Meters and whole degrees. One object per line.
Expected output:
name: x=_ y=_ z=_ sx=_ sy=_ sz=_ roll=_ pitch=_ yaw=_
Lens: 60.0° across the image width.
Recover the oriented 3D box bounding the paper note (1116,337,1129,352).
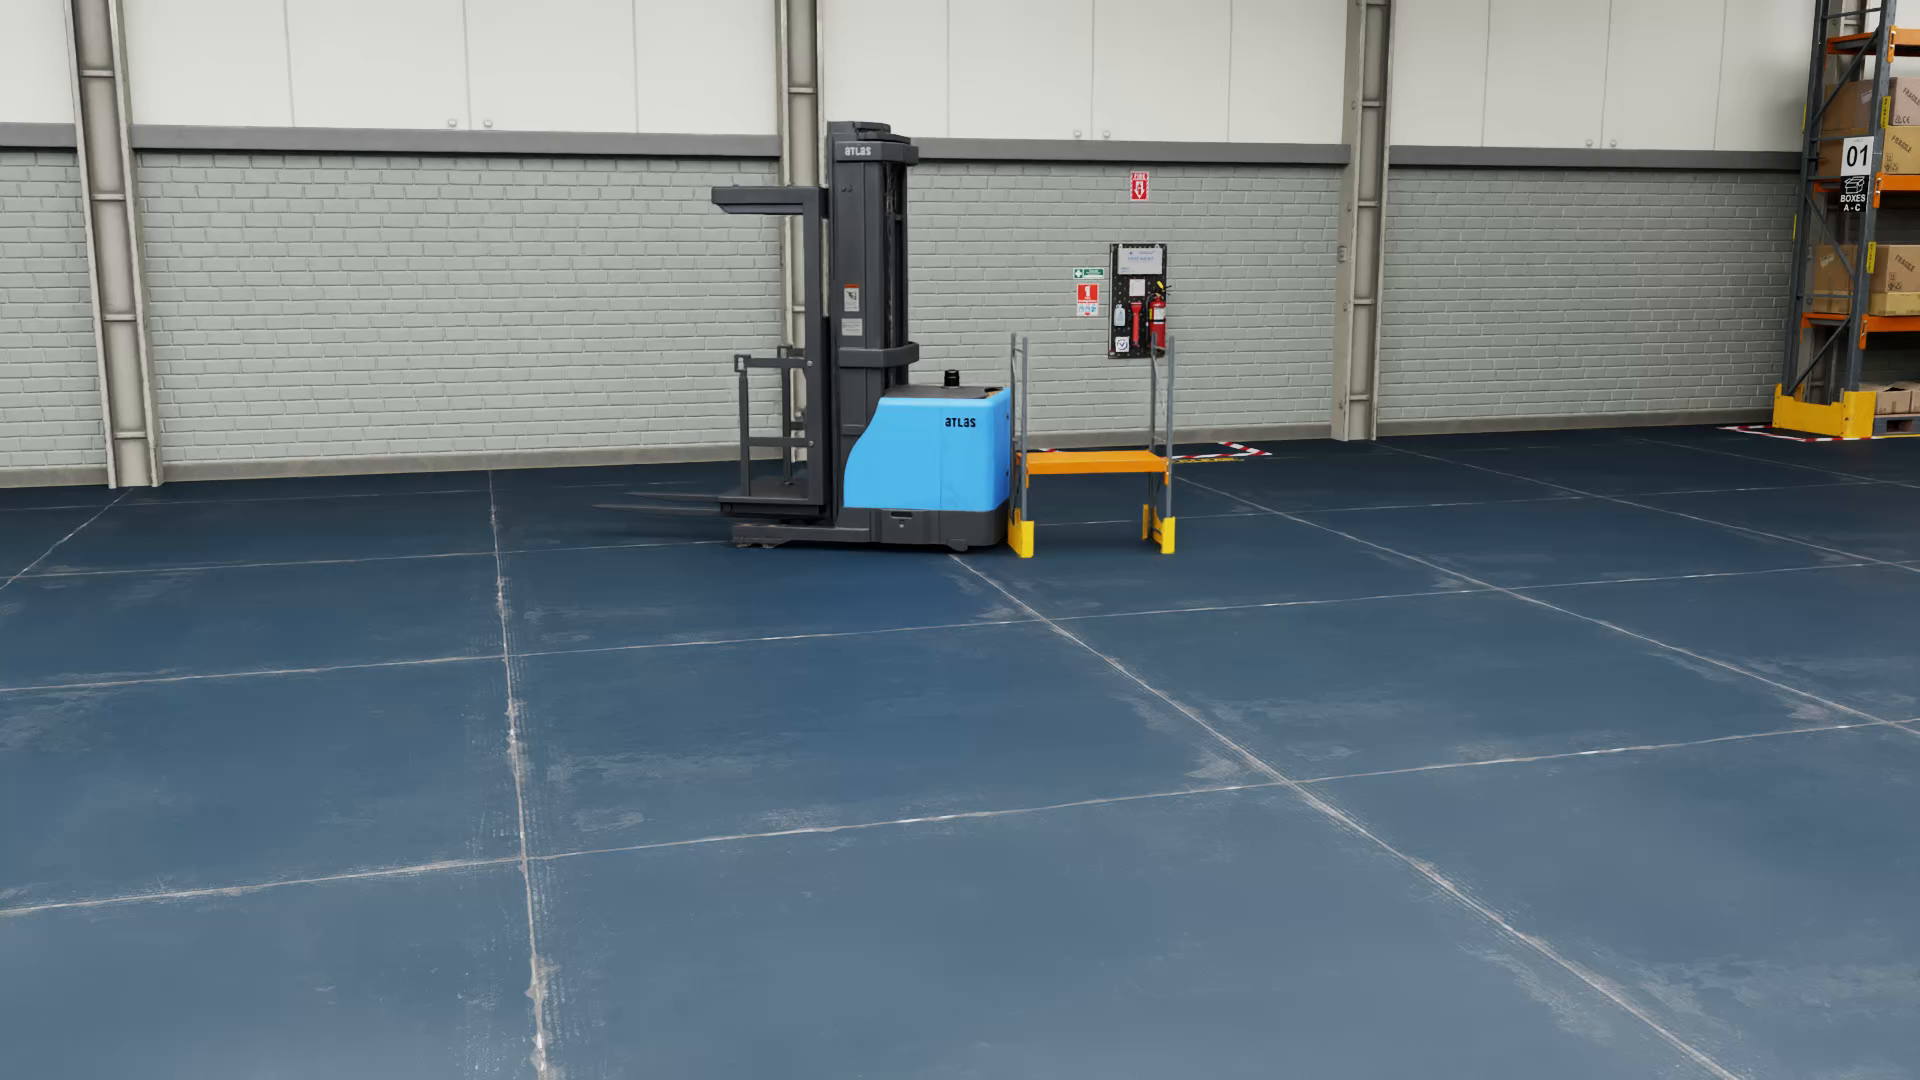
paper note: x=1.677 y=-2.021 z=17.172 sx=0.142 sy=0.148 sz=0.016 roll=-3 pitch=11 yaw=-16

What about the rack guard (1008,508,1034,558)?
rack guard: x=0.423 y=-0.054 z=11.652 sx=0.087 sy=0.250 sz=0.587 roll=-2 pitch=11 yaw=-8

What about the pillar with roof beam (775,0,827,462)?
pillar with roof beam: x=-0.308 y=-4.468 z=11.462 sx=0.400 sy=9.000 sz=9.100 roll=-3 pitch=11 yaw=-16

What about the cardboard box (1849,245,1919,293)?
cardboard box: x=10.123 y=-2.964 z=18.151 sx=0.500 sy=0.500 sz=0.500 roll=-3 pitch=11 yaw=-16

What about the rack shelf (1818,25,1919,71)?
rack shelf: x=11.501 y=-5.384 z=18.431 sx=4.000 sy=0.370 sz=1.077 roll=-3 pitch=11 yaw=-16

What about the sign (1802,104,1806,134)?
sign: x=9.444 y=-4.696 z=18.537 sx=0.005 sy=0.325 sz=0.100 roll=-3 pitch=11 yaw=-16

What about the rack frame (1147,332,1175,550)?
rack frame: x=1.410 y=-0.695 z=11.682 sx=0.032 sy=1.500 sz=0.500 roll=-2 pitch=11 yaw=-8

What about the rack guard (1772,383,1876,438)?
rack guard: x=9.653 y=-1.462 z=18.607 sx=0.348 sy=0.500 sz=1.175 roll=-3 pitch=11 yaw=-16

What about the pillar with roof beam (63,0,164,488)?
pillar with roof beam: x=-6.069 y=-4.164 z=9.812 sx=0.400 sy=9.000 sz=9.100 roll=-3 pitch=11 yaw=-16

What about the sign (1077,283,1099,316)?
sign: x=1.307 y=-2.459 z=17.018 sx=0.234 sy=0.329 sz=0.001 roll=-3 pitch=11 yaw=-16

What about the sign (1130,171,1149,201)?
sign: x=1.831 y=-3.608 z=16.958 sx=0.199 sy=0.298 sz=0.001 roll=-3 pitch=11 yaw=-16

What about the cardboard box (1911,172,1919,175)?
cardboard box: x=10.497 y=-4.216 z=18.047 sx=0.500 sy=0.500 sz=0.500 roll=-2 pitch=11 yaw=-12

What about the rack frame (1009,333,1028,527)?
rack frame: x=0.404 y=-0.669 z=11.536 sx=0.032 sy=1.500 sz=0.500 roll=-2 pitch=11 yaw=-8

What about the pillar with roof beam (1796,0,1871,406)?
pillar with roof beam: x=11.214 y=-5.075 z=14.760 sx=0.400 sy=9.000 sz=9.100 roll=-3 pitch=11 yaw=-16

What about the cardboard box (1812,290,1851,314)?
cardboard box: x=9.975 y=-2.681 z=18.683 sx=0.500 sy=0.250 sz=0.500 roll=-3 pitch=11 yaw=-15

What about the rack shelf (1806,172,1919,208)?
rack shelf: x=11.501 y=-3.910 z=18.703 sx=4.000 sy=0.370 sz=1.077 roll=-3 pitch=11 yaw=-16

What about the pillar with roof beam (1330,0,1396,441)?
pillar with roof beam: x=5.453 y=-4.772 z=13.111 sx=0.400 sy=9.000 sz=9.100 roll=-3 pitch=11 yaw=-16

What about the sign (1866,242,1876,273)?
sign: x=9.732 y=-3.019 z=17.769 sx=0.005 sy=0.325 sz=0.100 roll=-3 pitch=11 yaw=-16

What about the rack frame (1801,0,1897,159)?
rack frame: x=9.580 y=-5.638 z=17.816 sx=0.127 sy=3.000 sz=1.000 roll=-3 pitch=11 yaw=-16

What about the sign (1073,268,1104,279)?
sign: x=1.314 y=-2.718 z=16.963 sx=0.331 sy=0.109 sz=0.001 roll=-3 pitch=11 yaw=-16

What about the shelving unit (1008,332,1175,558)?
shelving unit: x=0.916 y=-0.682 z=11.610 sx=1.083 sy=1.500 sz=0.587 roll=-2 pitch=11 yaw=-8

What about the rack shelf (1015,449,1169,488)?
rack shelf: x=0.907 y=-0.505 z=11.641 sx=1.000 sy=0.185 sz=0.538 roll=-2 pitch=11 yaw=-8

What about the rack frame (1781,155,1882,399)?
rack frame: x=9.580 y=-2.687 z=18.359 sx=0.127 sy=3.000 sz=1.000 roll=-3 pitch=11 yaw=-16

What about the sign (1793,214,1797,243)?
sign: x=9.444 y=-3.510 z=18.756 sx=0.005 sy=0.325 sz=0.100 roll=-3 pitch=11 yaw=-16

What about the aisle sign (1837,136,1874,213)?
aisle sign: x=9.595 y=-3.910 z=17.821 sx=0.004 sy=0.787 sz=0.394 roll=-3 pitch=11 yaw=-16

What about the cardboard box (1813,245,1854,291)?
cardboard box: x=9.974 y=-3.053 z=18.634 sx=0.500 sy=0.500 sz=0.500 roll=-3 pitch=11 yaw=-17

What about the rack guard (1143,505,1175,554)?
rack guard: x=1.409 y=-0.081 z=11.795 sx=0.087 sy=0.250 sz=0.587 roll=-2 pitch=11 yaw=-8

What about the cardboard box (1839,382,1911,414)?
cardboard box: x=10.270 y=-1.601 z=18.668 sx=0.500 sy=0.311 sz=0.500 roll=-4 pitch=11 yaw=-22

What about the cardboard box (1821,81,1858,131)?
cardboard box: x=9.921 y=-4.781 z=18.352 sx=0.500 sy=0.500 sz=0.500 roll=-3 pitch=11 yaw=-13

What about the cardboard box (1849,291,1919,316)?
cardboard box: x=10.138 y=-2.593 z=18.205 sx=0.500 sy=0.250 sz=0.500 roll=-3 pitch=11 yaw=-18

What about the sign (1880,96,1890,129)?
sign: x=9.732 y=-4.498 z=17.496 sx=0.005 sy=0.325 sz=0.100 roll=-3 pitch=11 yaw=-16

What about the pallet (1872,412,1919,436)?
pallet: x=10.443 y=-1.355 z=18.823 sx=1.213 sy=0.211 sz=1.003 roll=-3 pitch=11 yaw=-16

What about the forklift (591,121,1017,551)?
forklift: x=-1.151 y=-1.473 z=11.953 sx=3.031 sy=2.935 sz=1.130 roll=2 pitch=11 yaw=11

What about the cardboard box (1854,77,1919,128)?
cardboard box: x=10.018 y=-4.691 z=17.863 sx=0.500 sy=0.500 sz=0.500 roll=-4 pitch=11 yaw=-20

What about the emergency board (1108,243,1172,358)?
emergency board: x=1.866 y=-2.451 z=17.076 sx=0.643 sy=1.169 sz=0.194 roll=-3 pitch=11 yaw=-16

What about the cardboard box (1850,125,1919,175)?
cardboard box: x=9.971 y=-4.195 z=17.933 sx=0.500 sy=0.500 sz=0.500 roll=-3 pitch=11 yaw=-14

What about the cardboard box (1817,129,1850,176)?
cardboard box: x=9.910 y=-4.287 z=18.431 sx=0.500 sy=0.500 sz=0.500 roll=-2 pitch=11 yaw=-12

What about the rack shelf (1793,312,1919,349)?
rack shelf: x=11.501 y=-2.435 z=18.974 sx=4.000 sy=0.370 sz=1.077 roll=-3 pitch=11 yaw=-16

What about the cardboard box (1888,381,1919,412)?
cardboard box: x=10.817 y=-1.630 z=18.825 sx=0.500 sy=0.311 sz=0.500 roll=-2 pitch=11 yaw=-11
